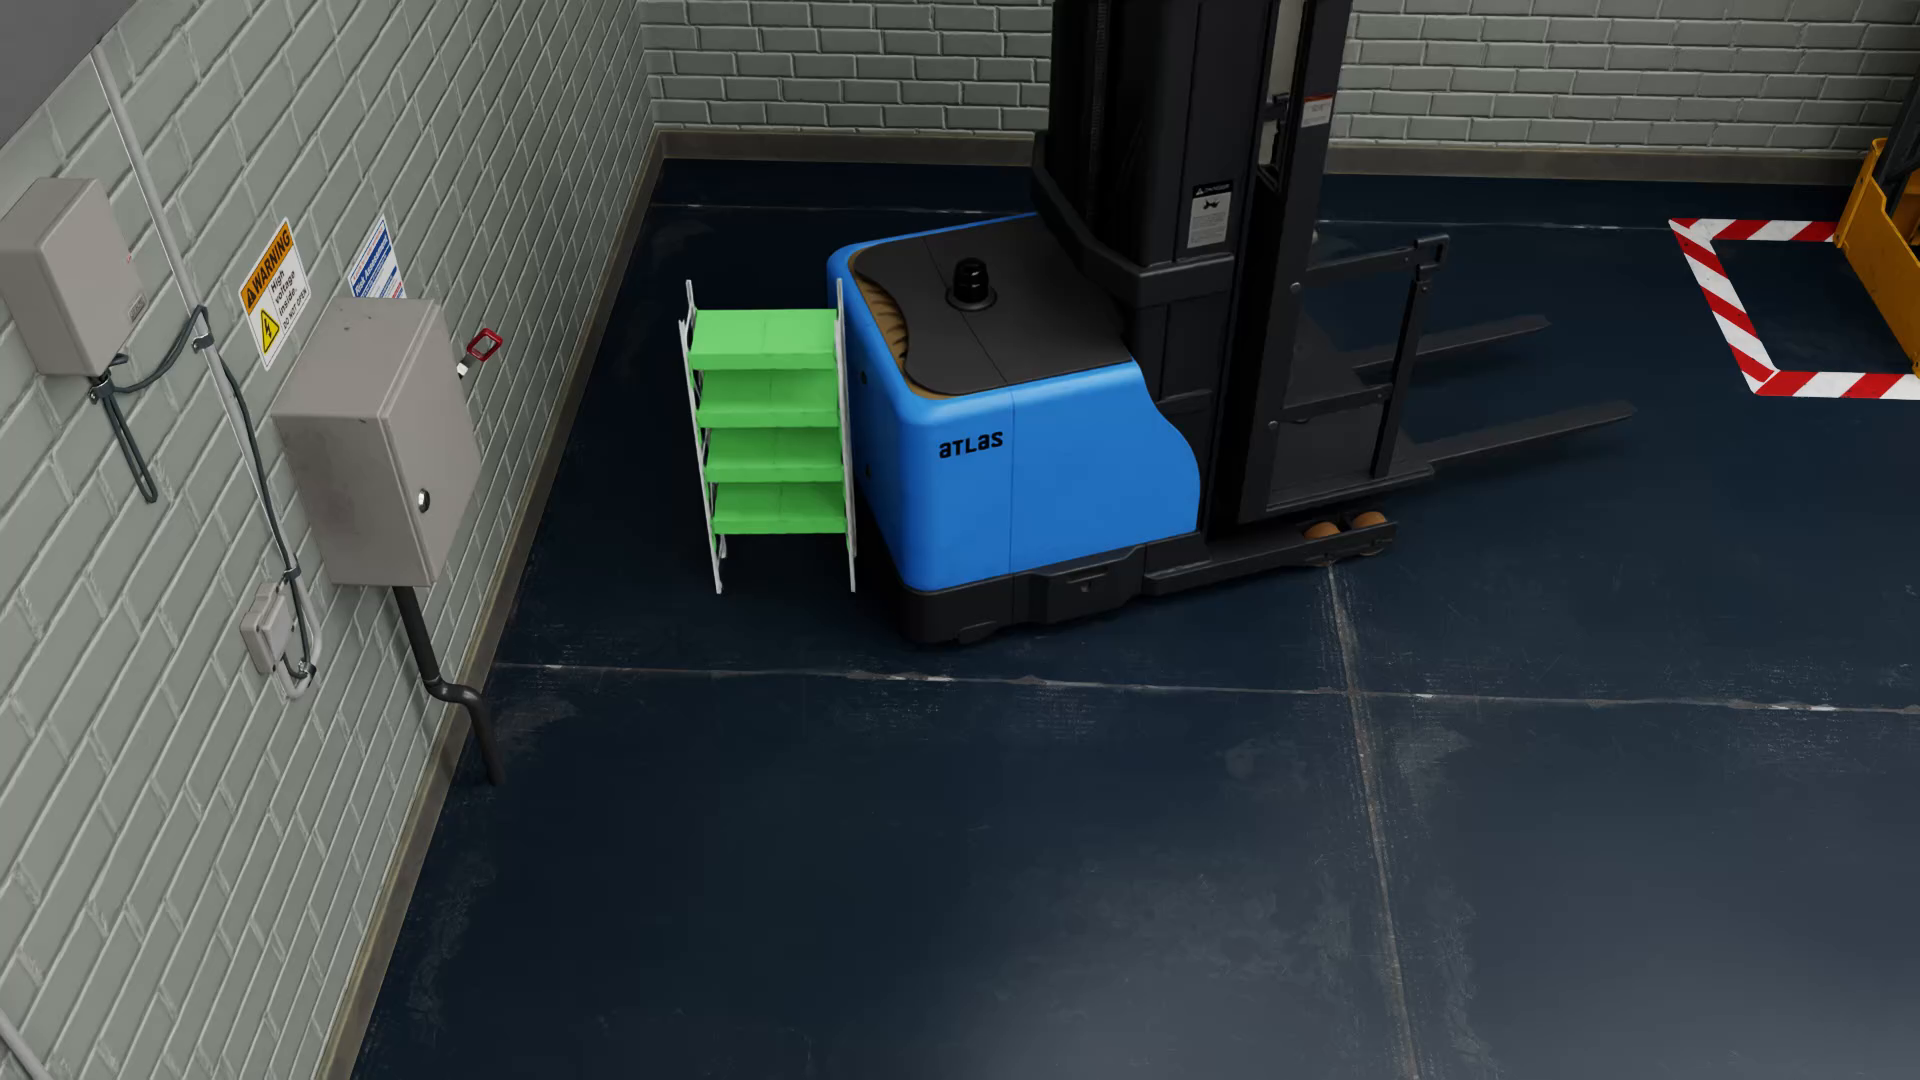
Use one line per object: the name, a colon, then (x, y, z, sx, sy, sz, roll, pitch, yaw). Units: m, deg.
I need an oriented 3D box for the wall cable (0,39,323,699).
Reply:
wall cable: (-1.663, -0.249, 3.571, 0.122, 1.984, 0.588, 2, 43, 2)

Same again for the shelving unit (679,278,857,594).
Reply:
shelving unit: (-0.634, -0.327, 5.720, 0.503, 1.200, 0.258, -1, 43, -1)

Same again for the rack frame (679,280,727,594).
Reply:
rack frame: (-0.878, -0.324, 5.718, 0.015, 1.200, 0.240, -1, 43, -1)

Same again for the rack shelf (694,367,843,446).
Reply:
rack shelf: (-0.634, -0.455, 5.600, 0.480, 0.148, 0.258, -1, 43, -1)

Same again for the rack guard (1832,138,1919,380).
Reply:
rack guard: (4.215, -1.217, 7.190, 0.348, 0.500, 1.175, 2, 43, 2)

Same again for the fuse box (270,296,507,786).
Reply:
fuse box: (-1.475, 0.134, 4.850, 0.414, 1.711, 0.539, 2, 43, 2)

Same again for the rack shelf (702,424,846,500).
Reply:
rack shelf: (-0.634, -0.280, 5.764, 0.480, 0.148, 0.258, -1, 43, -1)

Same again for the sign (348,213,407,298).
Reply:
sign: (-1.659, -0.645, 4.811, 0.001, 0.494, 0.329, 2, 43, 2)

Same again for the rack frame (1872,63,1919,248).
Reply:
rack frame: (4.139, -2.134, 6.340, 0.127, 3.000, 1.000, 2, 43, 2)

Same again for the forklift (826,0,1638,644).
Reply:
forklift: (1.096, -1.304, 5.499, 3.031, 2.935, 1.130, -13, 44, -13)

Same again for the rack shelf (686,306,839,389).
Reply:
rack shelf: (-0.634, -0.631, 5.437, 0.480, 0.148, 0.258, -1, 43, -1)

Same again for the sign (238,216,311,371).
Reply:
sign: (-1.684, -0.608, 4.096, 0.001, 0.242, 0.339, 2, 43, 2)

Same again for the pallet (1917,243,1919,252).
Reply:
pallet: (5.011, -1.087, 7.263, 1.213, 0.211, 1.003, 2, 43, 2)

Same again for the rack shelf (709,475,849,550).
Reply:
rack shelf: (-0.634, -0.104, 5.927, 0.480, 0.148, 0.258, -1, 43, -1)

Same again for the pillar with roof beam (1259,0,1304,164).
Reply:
pillar with roof beam: (1.292, -2.094, 1.896, 0.400, 9.000, 9.100, 2, 43, 2)

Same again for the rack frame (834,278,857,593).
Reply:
rack frame: (-0.390, -0.329, 5.723, 0.015, 1.200, 0.240, -1, 43, -1)
